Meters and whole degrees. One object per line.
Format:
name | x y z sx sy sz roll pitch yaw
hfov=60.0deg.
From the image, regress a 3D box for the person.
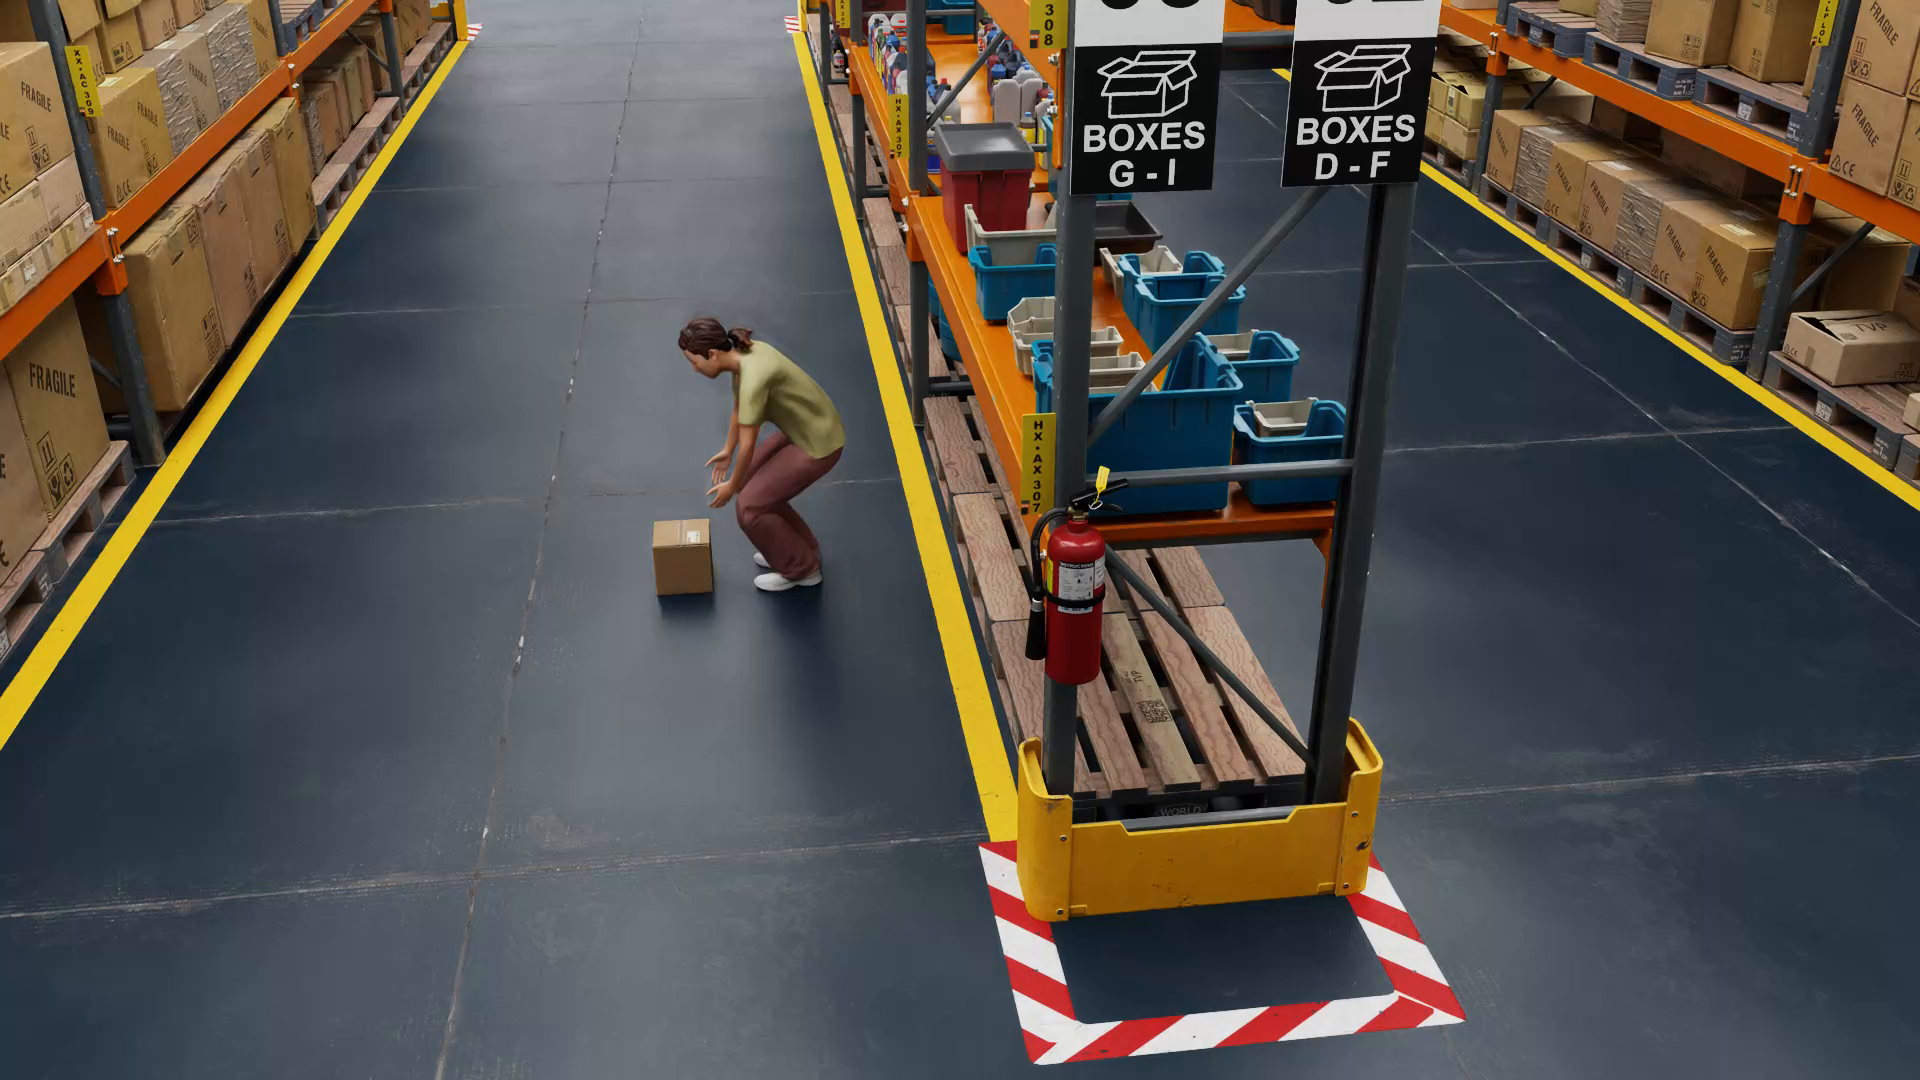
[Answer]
person | -0.847 -0.388 7.315 0.696 1.275 0.511 -4 27 -7
